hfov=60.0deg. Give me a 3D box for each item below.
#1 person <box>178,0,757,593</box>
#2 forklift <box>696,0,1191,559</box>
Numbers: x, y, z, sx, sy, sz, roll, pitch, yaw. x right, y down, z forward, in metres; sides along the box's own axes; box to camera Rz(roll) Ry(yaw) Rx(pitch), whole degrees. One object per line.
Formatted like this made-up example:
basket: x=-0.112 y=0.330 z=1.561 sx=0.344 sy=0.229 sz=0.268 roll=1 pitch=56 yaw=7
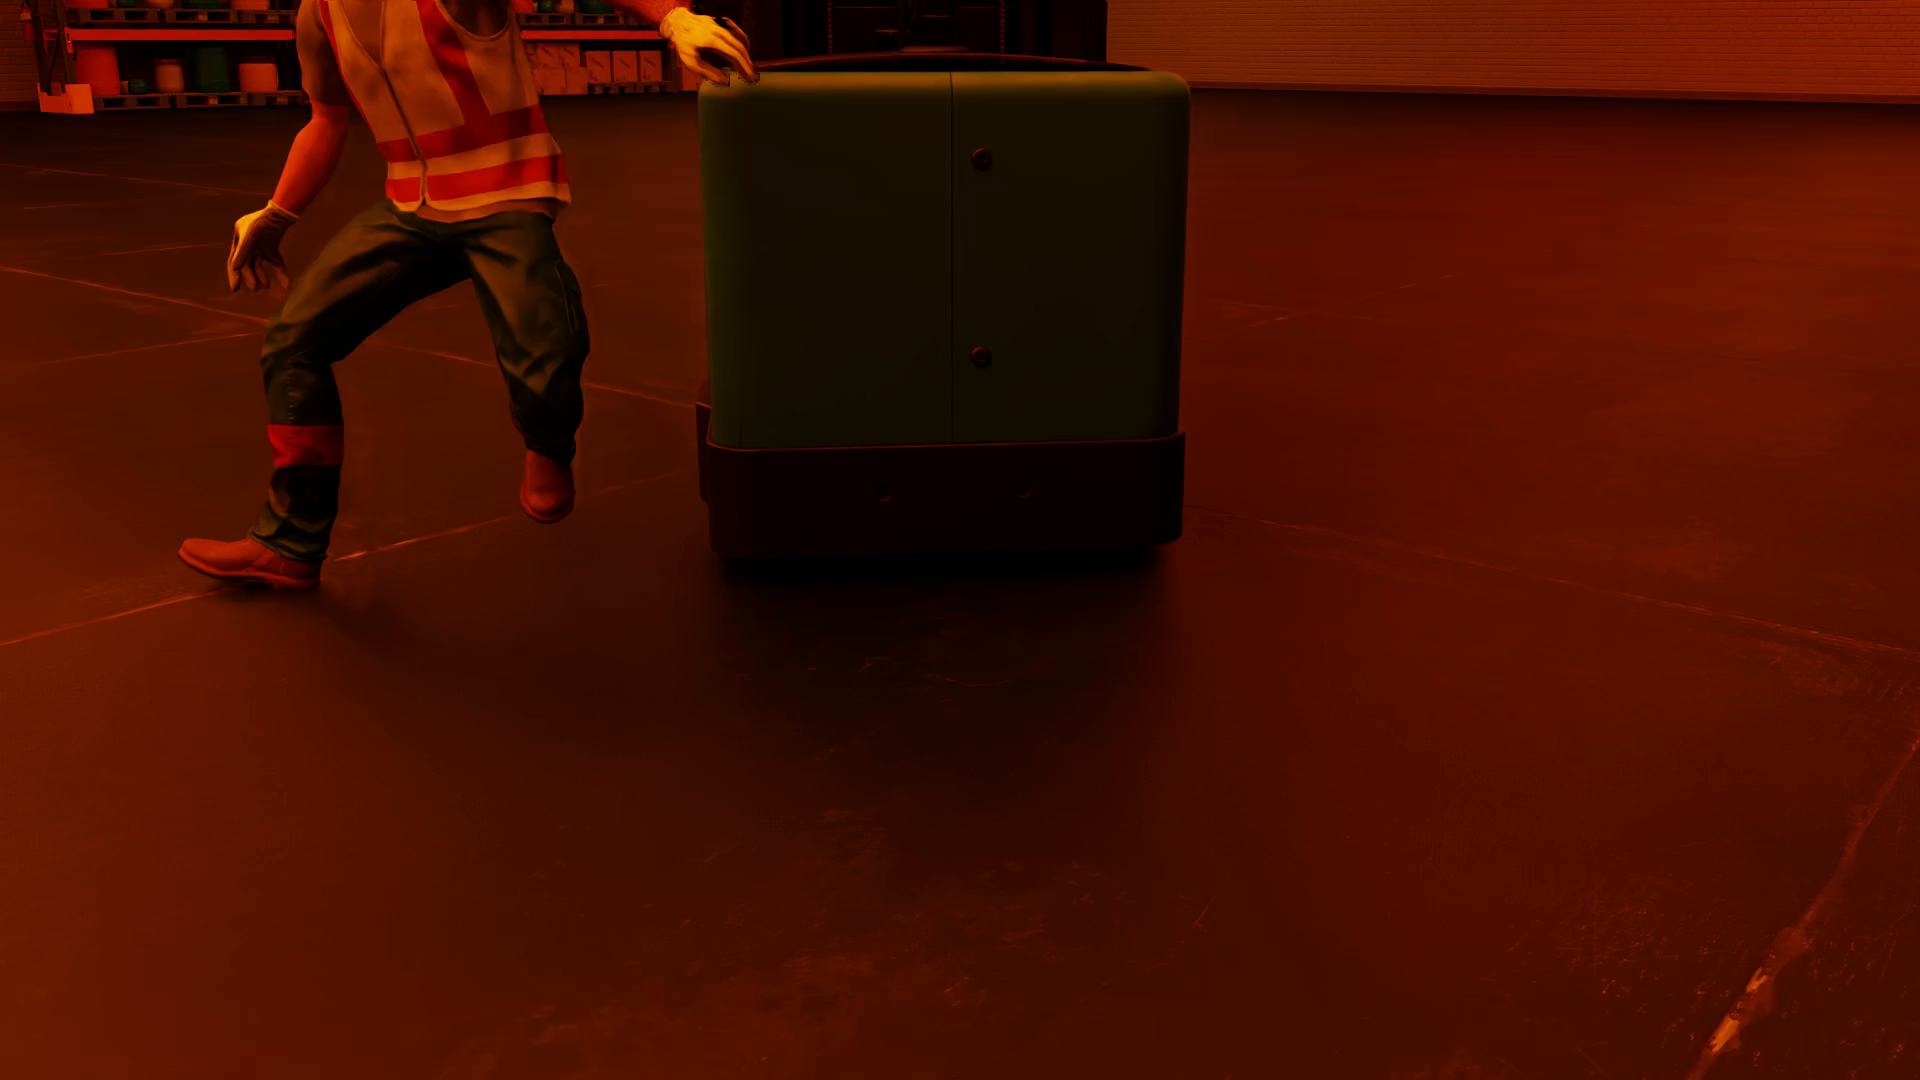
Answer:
person: x=-1.007 y=-0.662 z=3.439 sx=1.234 sy=1.580 sz=0.766 roll=8 pitch=19 yaw=26
forklift: x=-0.174 y=-1.743 z=4.639 sx=1.130 sy=2.935 sz=3.031 roll=-2 pitch=17 yaw=-6
